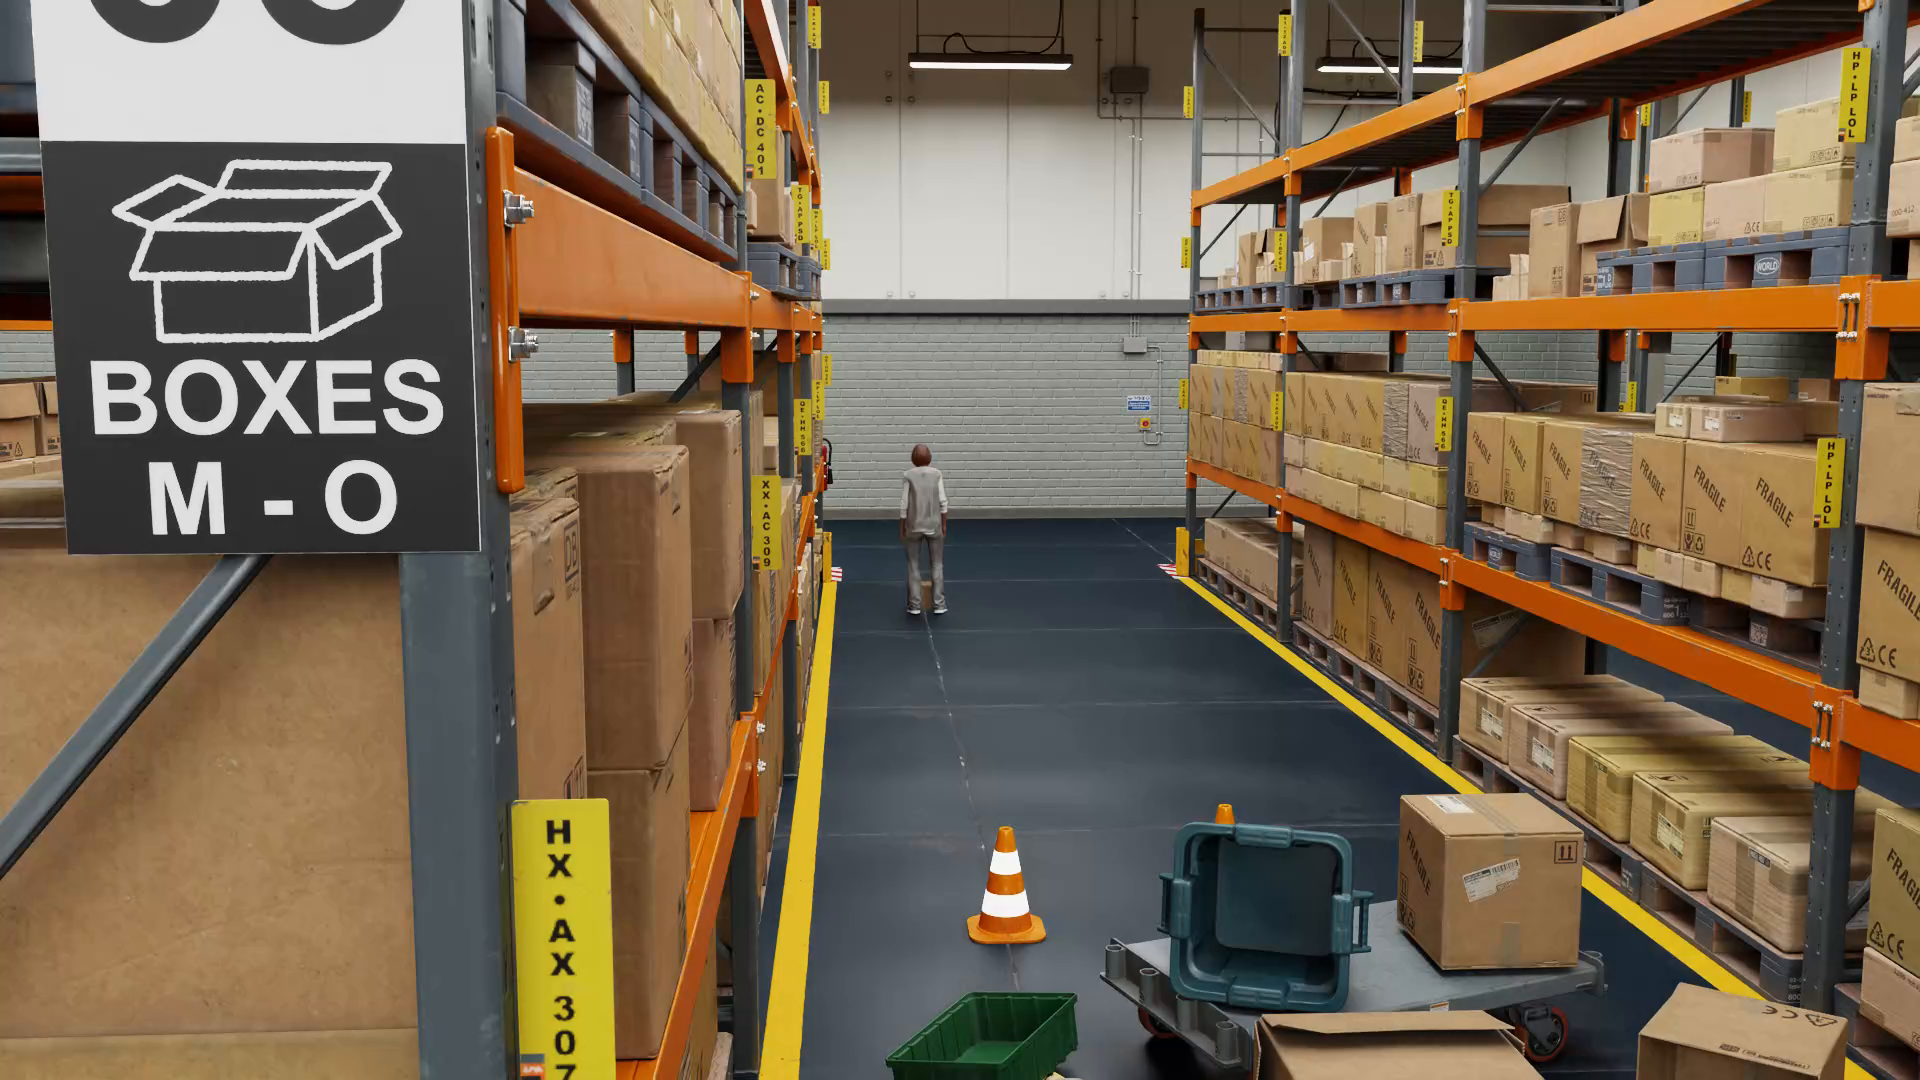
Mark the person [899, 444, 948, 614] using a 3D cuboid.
[{"bbox_3d":[-0.340,-0.097,15.593,0.464,1.591,0.343,-1,7,-7],"label":"person"}]
